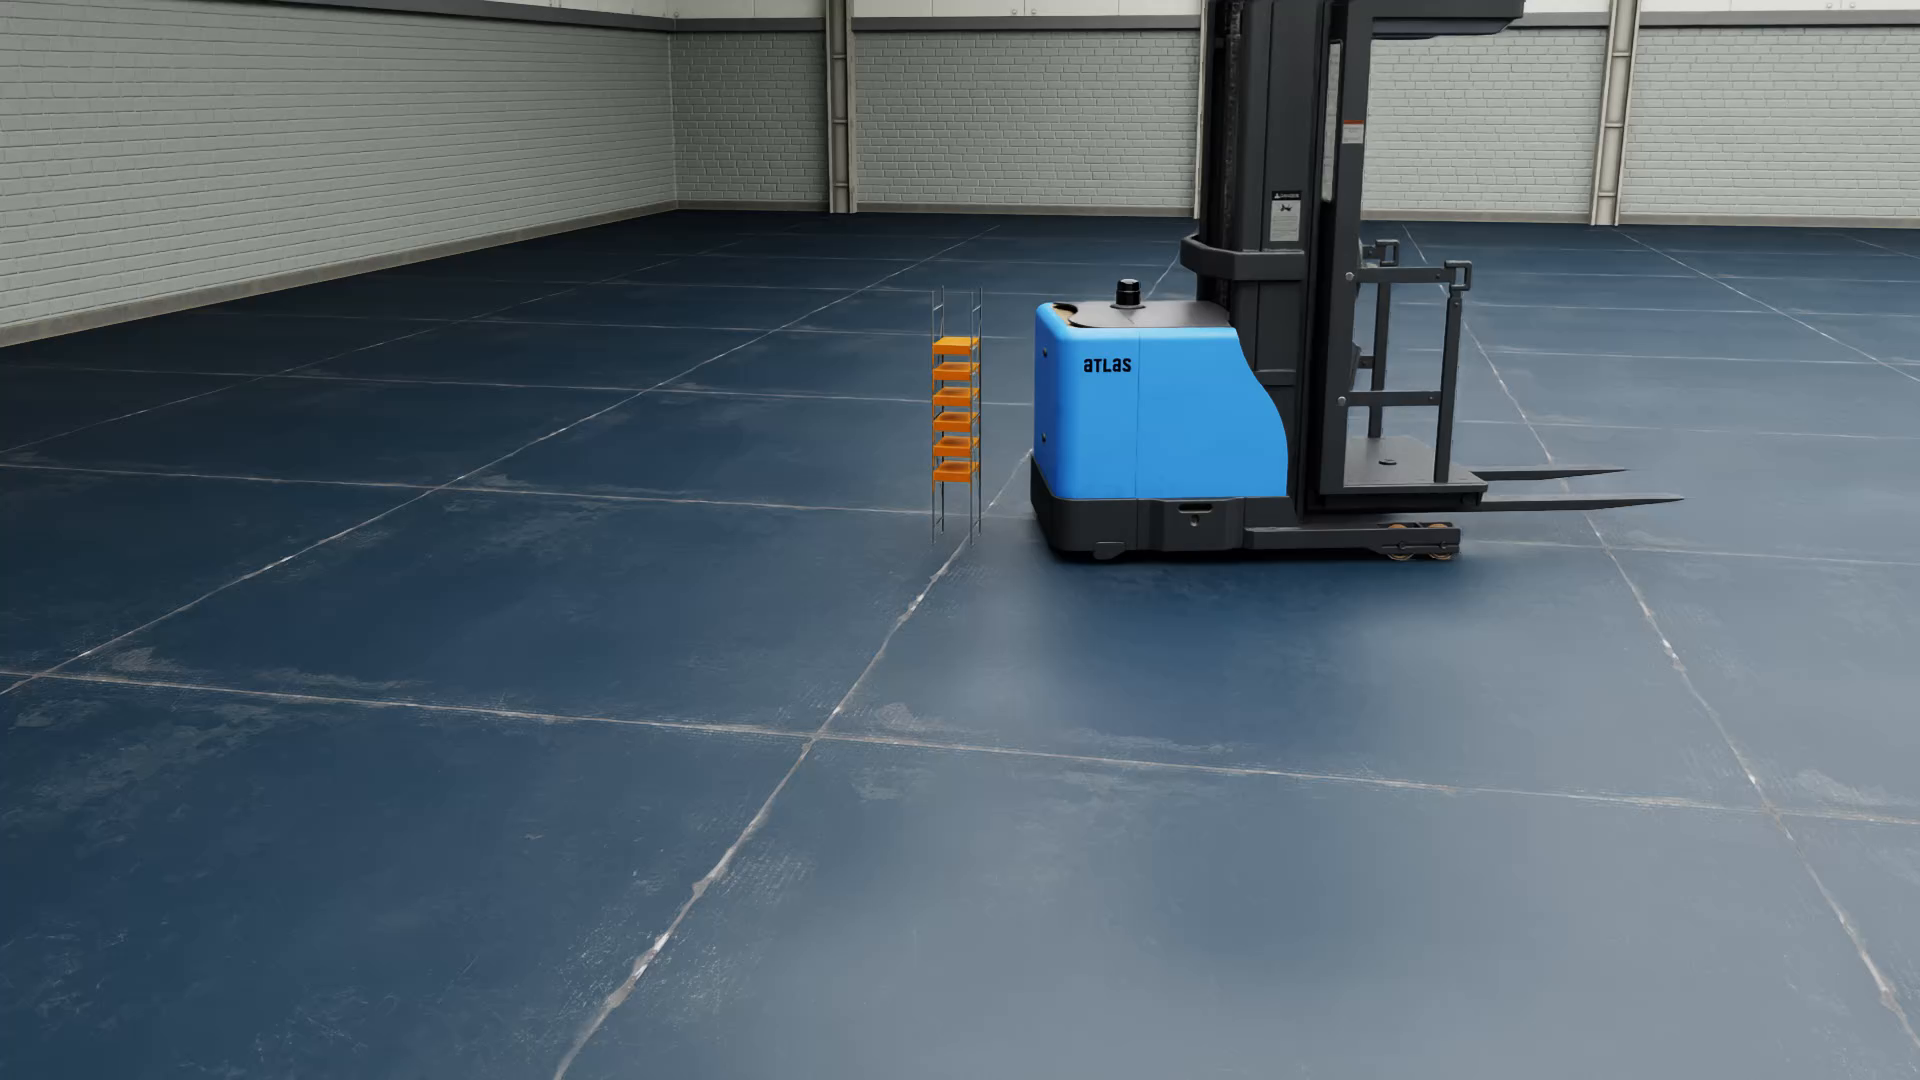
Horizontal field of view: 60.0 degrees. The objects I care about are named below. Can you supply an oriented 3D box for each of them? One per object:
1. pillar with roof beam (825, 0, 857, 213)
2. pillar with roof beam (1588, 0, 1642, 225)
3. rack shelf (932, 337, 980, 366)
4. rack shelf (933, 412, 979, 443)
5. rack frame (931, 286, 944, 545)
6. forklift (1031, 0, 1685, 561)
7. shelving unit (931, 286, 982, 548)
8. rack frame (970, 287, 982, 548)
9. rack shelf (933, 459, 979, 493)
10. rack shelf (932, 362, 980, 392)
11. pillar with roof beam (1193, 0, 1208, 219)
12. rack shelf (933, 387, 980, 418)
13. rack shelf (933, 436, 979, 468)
[{"bbox_3d":[-2.799,-8.670,22.435,0.400,9.000,9.100,3,16,11],"label":"pillar with roof beam"},{"bbox_3d":[8.960,-8.032,20.131,0.400,9.000,9.100,3,16,11],"label":"pillar with roof beam"},{"bbox_3d":[-0.014,-0.883,7.750,0.180,0.103,0.258,3,16,11],"label":"rack shelf"},{"bbox_3d":[-0.014,-0.536,7.846,0.180,0.103,0.258,3,16,11],"label":"rack shelf"},{"bbox_3d":[-0.104,-0.584,7.852,0.006,1.200,0.240,3,16,11],"label":"rack frame"},{"bbox_3d":[1.899,-1.456,7.759,3.031,2.935,1.130,-1,16,-4],"label":"forklift"},{"bbox_3d":[-0.014,-0.579,7.835,0.189,1.200,0.258,3,16,11],"label":"shelving unit"},{"bbox_3d":[0.075,-0.574,7.817,0.006,1.200,0.240,3,16,11],"label":"rack frame"},{"bbox_3d":[-0.014,-0.305,7.911,0.180,0.103,0.258,3,16,11],"label":"rack shelf"},{"bbox_3d":[-0.014,-0.767,7.782,0.180,0.103,0.258,3,16,11],"label":"rack shelf"},{"bbox_3d":[3.081,-8.351,21.283,0.400,9.000,9.100,3,16,11],"label":"pillar with roof beam"},{"bbox_3d":[-0.014,-0.652,7.814,0.180,0.103,0.258,3,16,11],"label":"rack shelf"},{"bbox_3d":[-0.014,-0.421,7.879,0.180,0.103,0.258,3,16,11],"label":"rack shelf"}]
